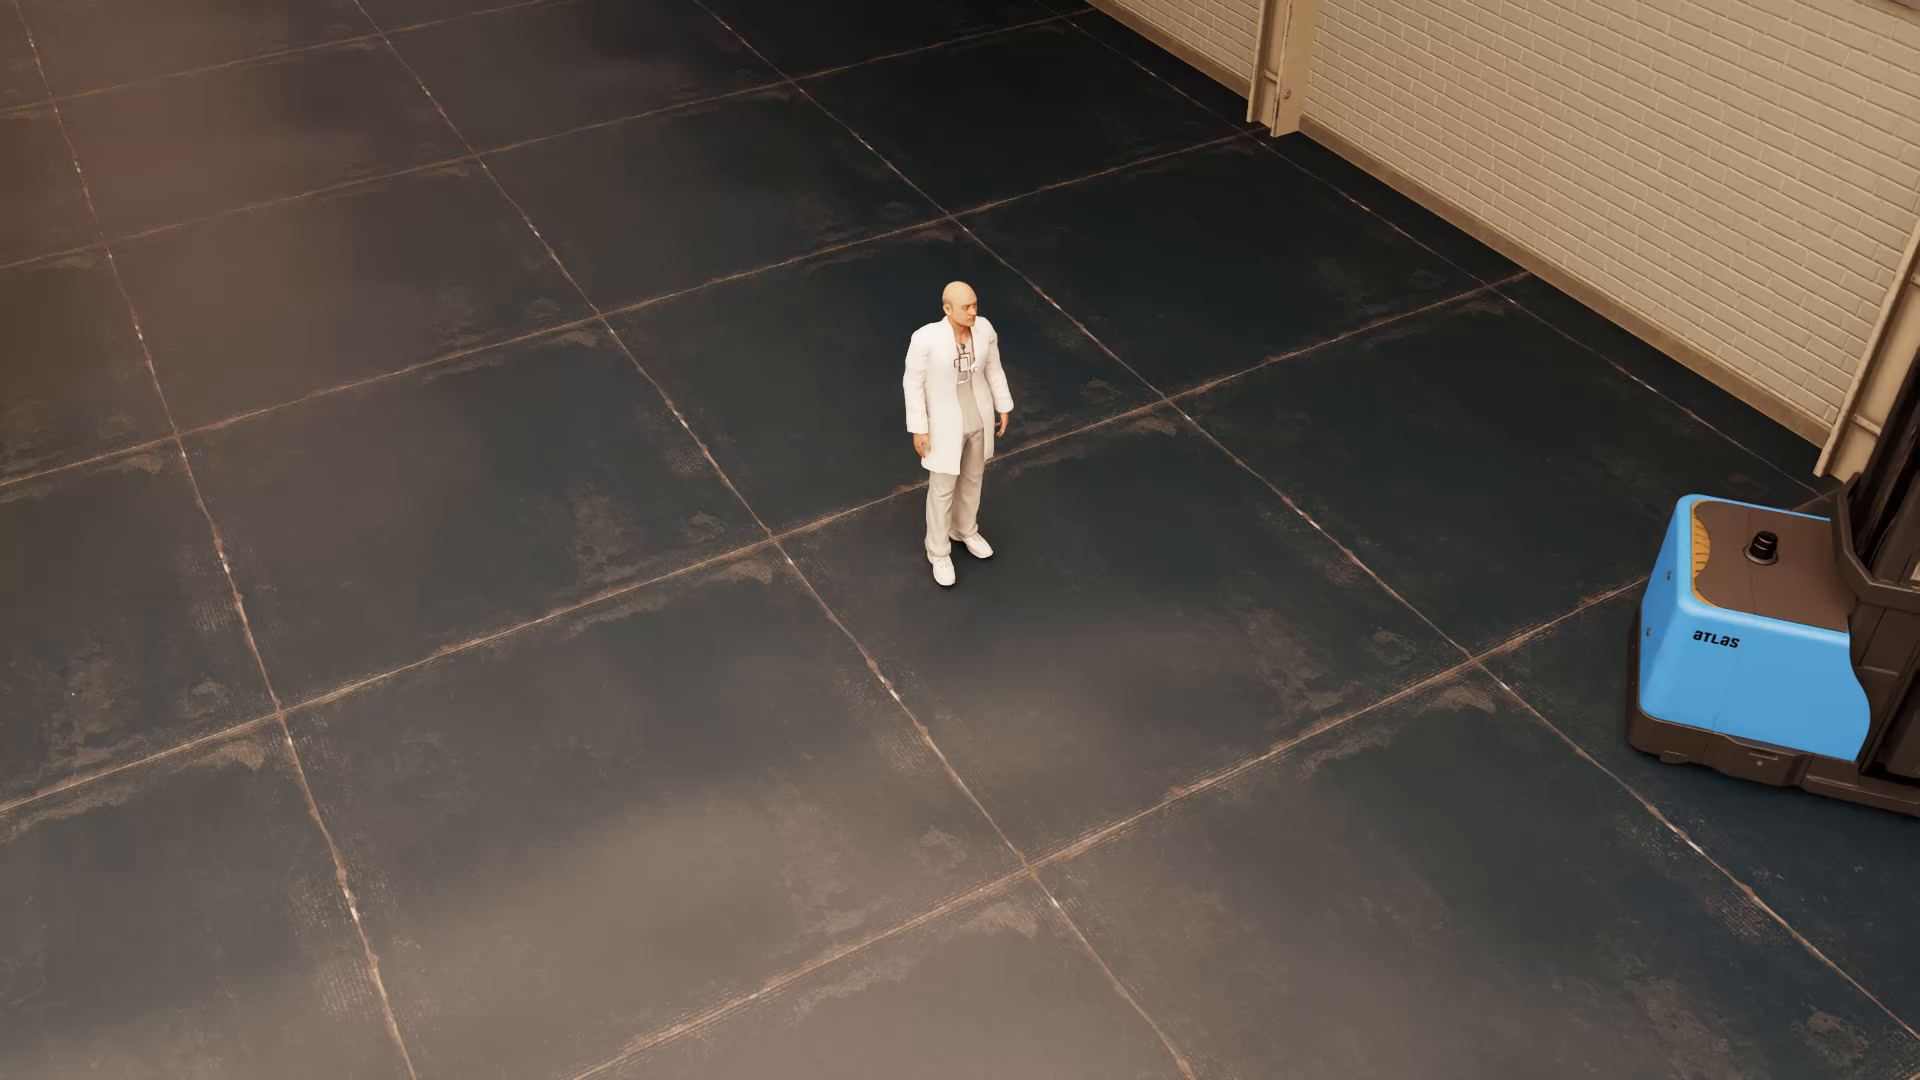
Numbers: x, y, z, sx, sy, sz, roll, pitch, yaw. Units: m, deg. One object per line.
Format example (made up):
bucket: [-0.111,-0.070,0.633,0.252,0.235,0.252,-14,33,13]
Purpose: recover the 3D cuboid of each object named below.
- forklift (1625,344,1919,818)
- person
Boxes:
forklift: [5.154,0.024,8.007,3.031,2.935,1.130,12,41,14]
person: [0.043,-0.638,9.697,0.696,1.778,0.578,-20,44,-23]
